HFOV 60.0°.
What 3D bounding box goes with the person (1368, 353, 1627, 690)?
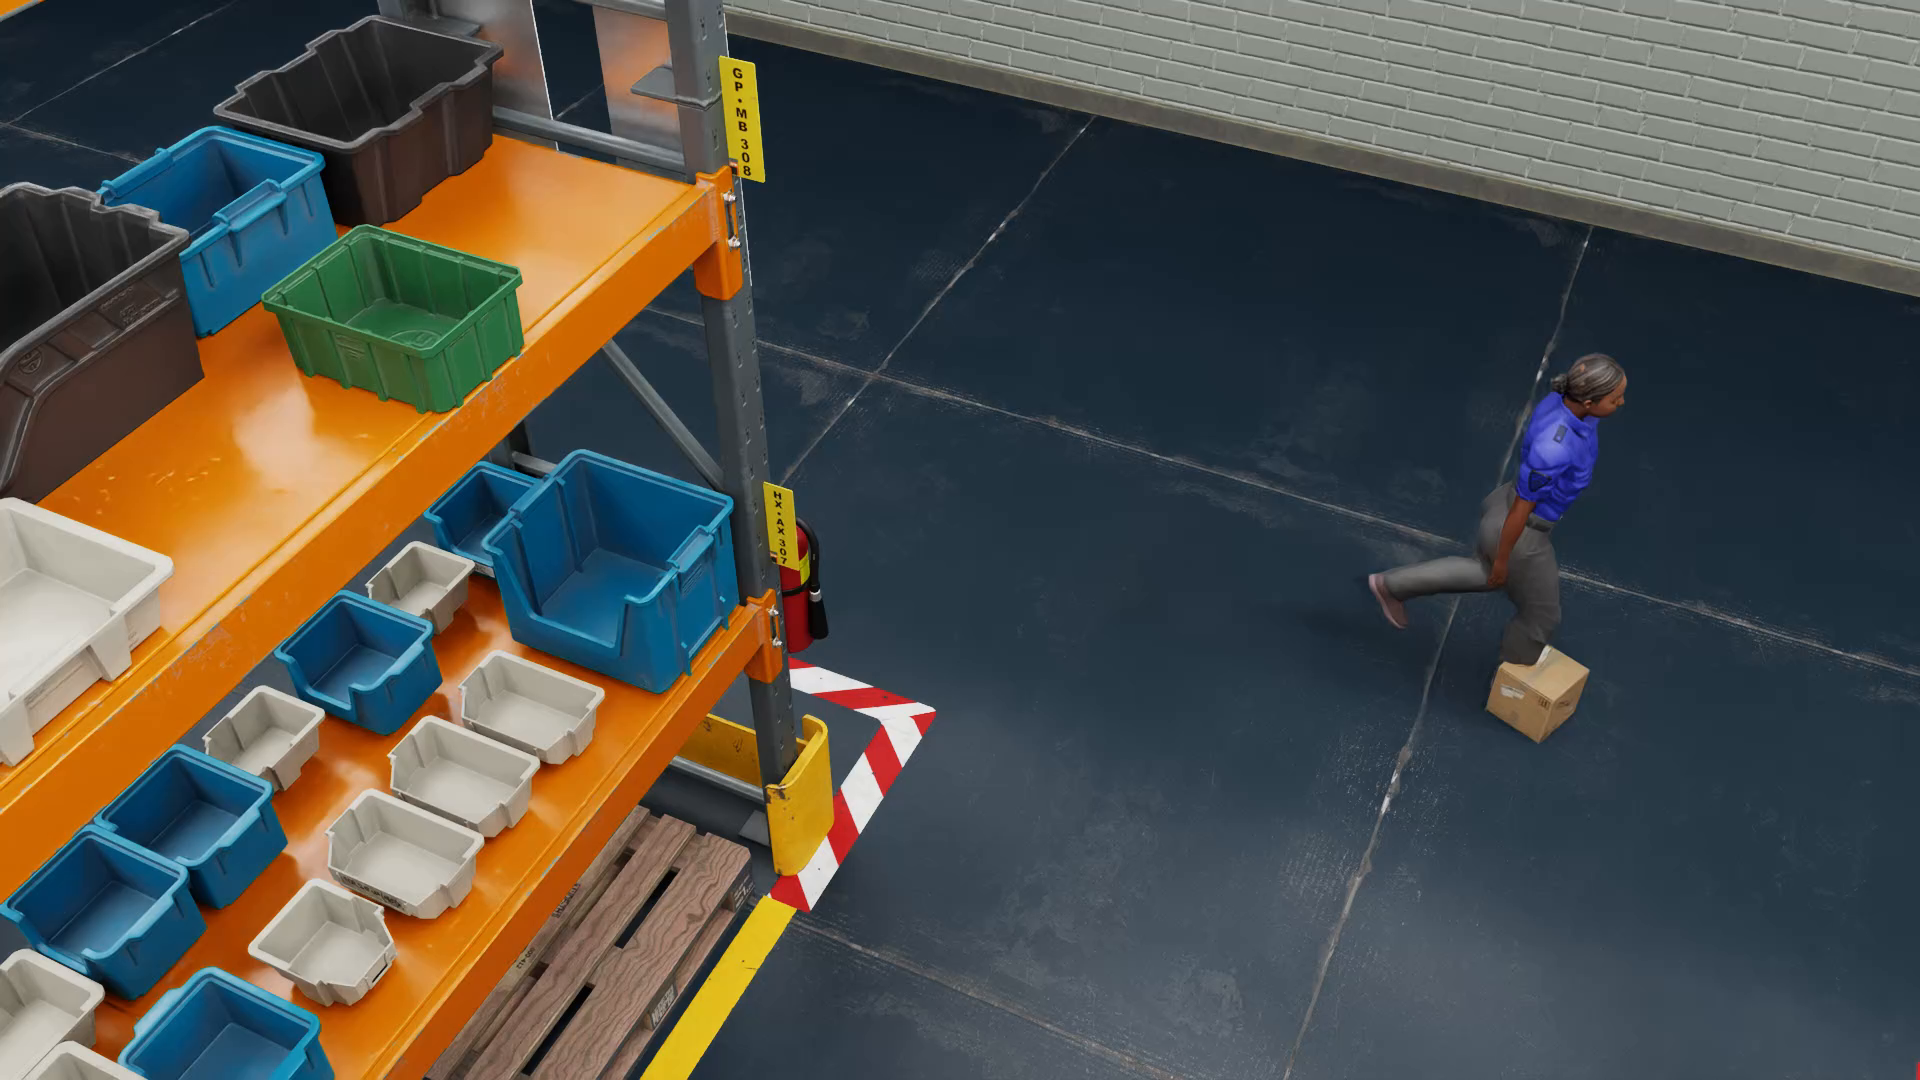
[{"bbox_3d":[2.038,-0.086,6.255,0.863,1.609,0.453,15,44,16],"label":"person"}]
